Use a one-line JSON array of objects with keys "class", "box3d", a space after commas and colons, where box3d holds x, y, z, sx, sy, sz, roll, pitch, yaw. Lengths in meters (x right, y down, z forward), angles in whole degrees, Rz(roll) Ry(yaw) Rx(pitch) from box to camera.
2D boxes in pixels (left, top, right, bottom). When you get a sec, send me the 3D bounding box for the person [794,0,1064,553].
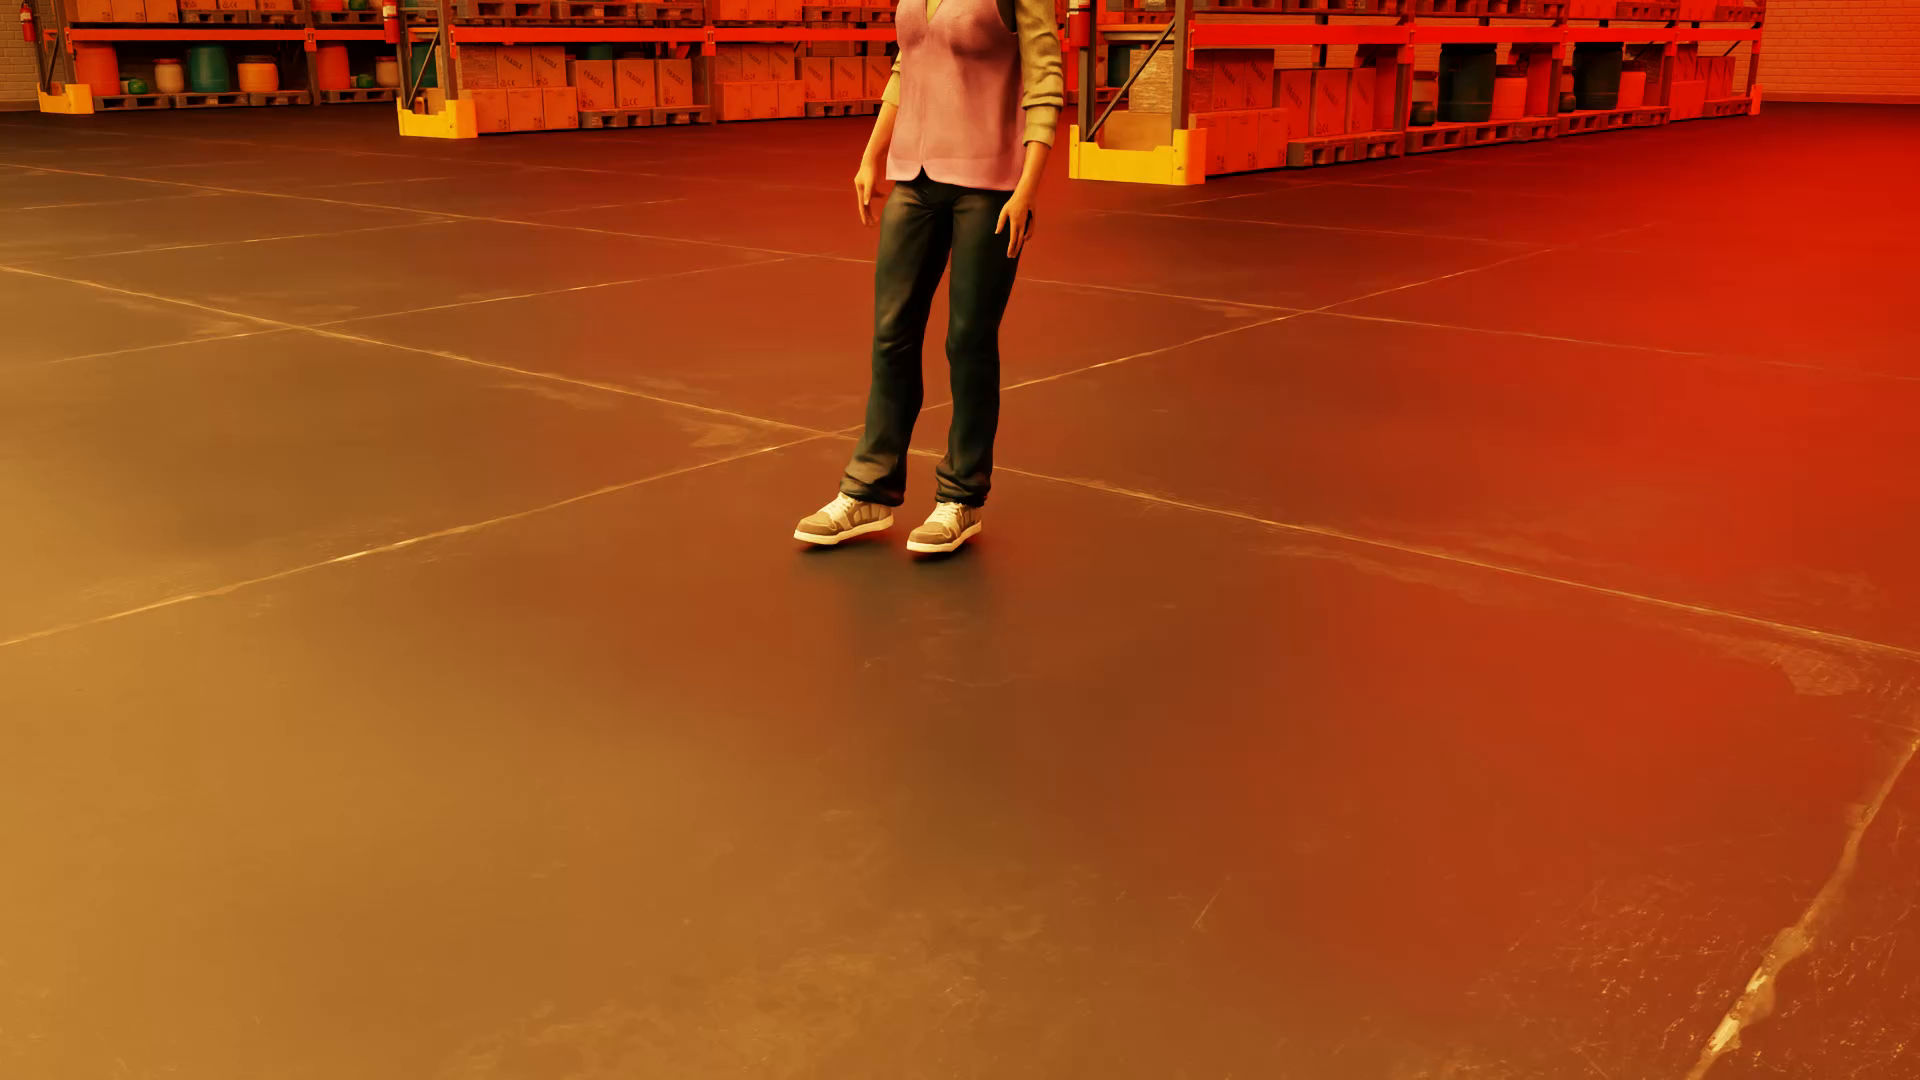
[{"class": "person", "box3d": [-0.058, -0.757, 3.662, 0.520, 1.597, 0.476, 13, 21, 37]}]
